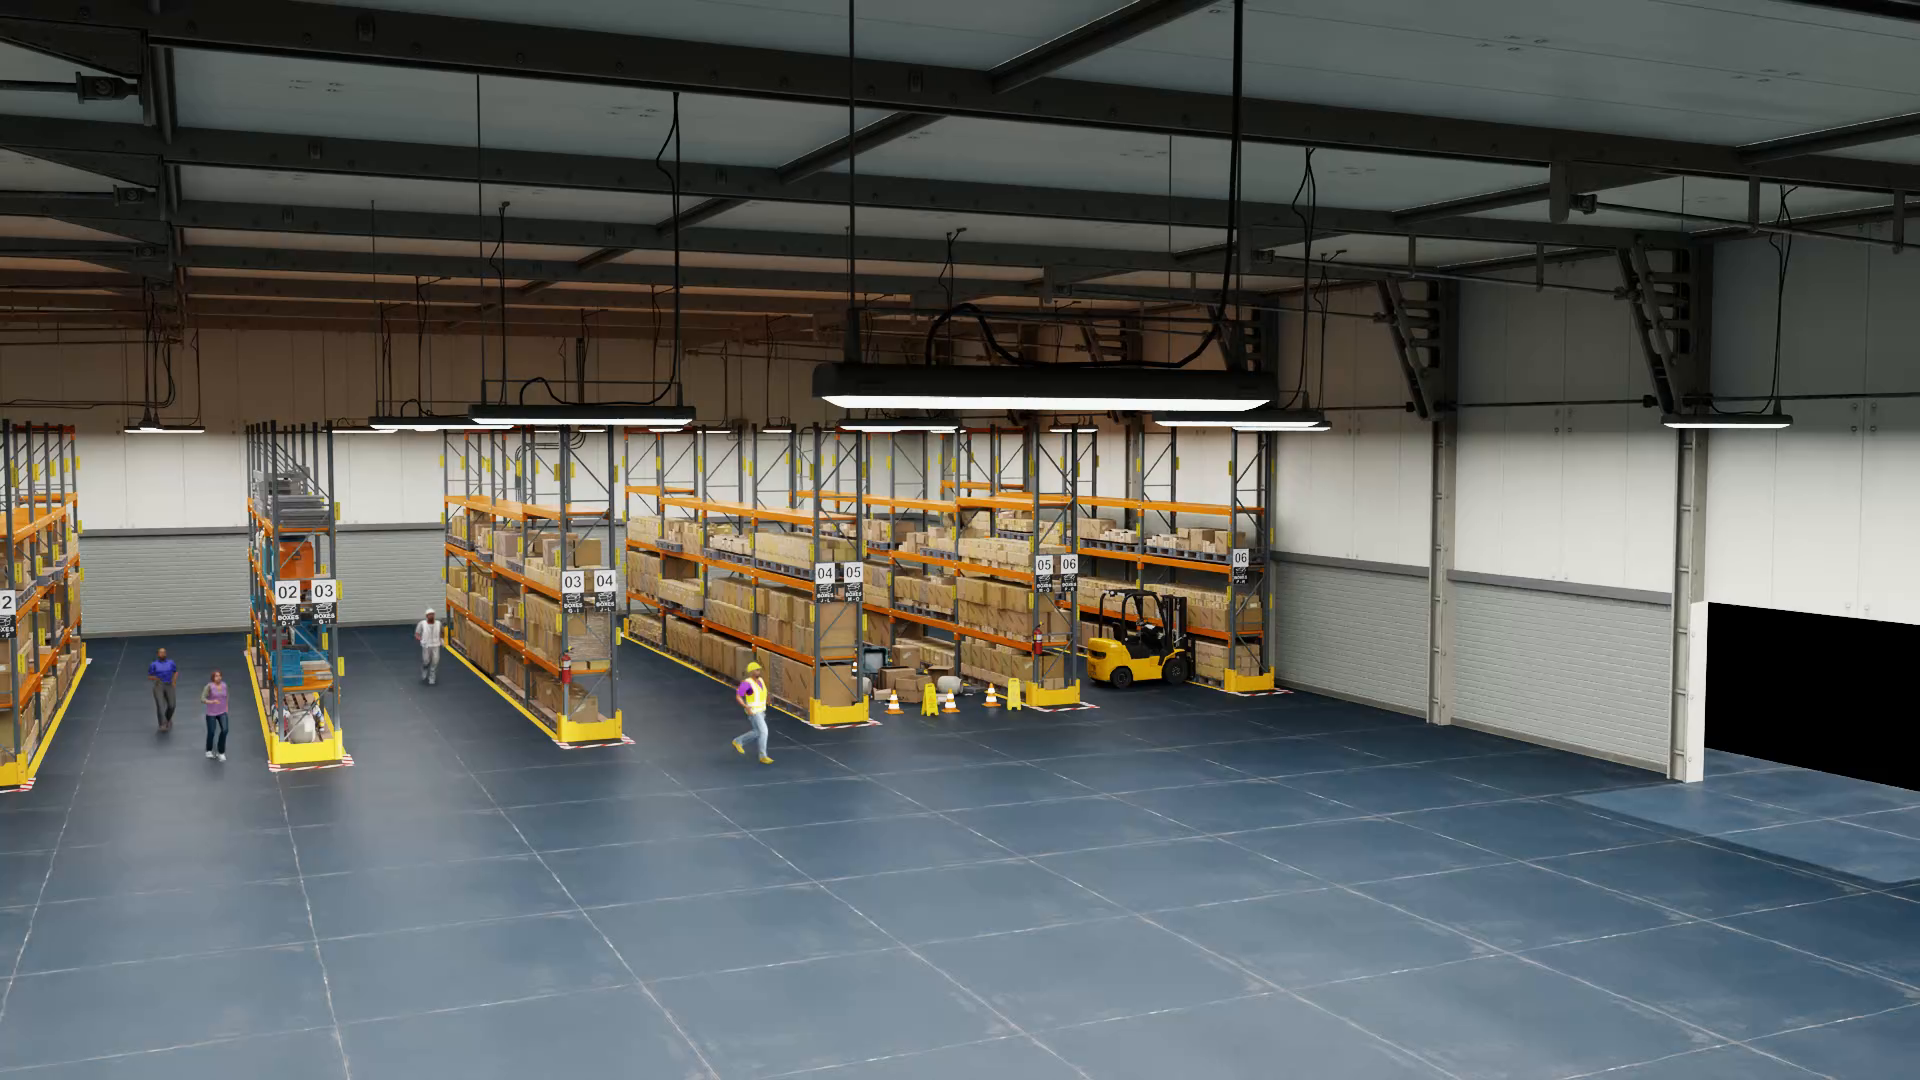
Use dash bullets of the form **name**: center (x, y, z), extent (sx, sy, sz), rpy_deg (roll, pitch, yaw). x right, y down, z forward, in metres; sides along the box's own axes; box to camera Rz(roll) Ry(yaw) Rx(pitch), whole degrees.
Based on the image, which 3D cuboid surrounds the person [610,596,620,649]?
- **person**: center (-9.429, 2.052, 44.527), extent (0.723, 1.719, 0.834), rpy_deg (-1, 4, -20)

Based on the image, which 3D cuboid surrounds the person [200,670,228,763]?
- **person**: center (-13.106, 3.099, 29.294), extent (0.530, 1.642, 0.693), rpy_deg (-3, 5, -40)

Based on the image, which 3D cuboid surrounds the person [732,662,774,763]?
- **person**: center (-3.636, 3.026, 29.243), extent (0.823, 1.762, 0.673), rpy_deg (1, 4, 20)

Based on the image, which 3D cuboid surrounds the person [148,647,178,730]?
- **person**: center (-15.391, 2.899, 32.182), extent (0.563, 1.604, 0.572), rpy_deg (-2, 4, -35)

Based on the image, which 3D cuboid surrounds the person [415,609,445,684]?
- **person**: center (-12.223, 2.452, 38.396), extent (0.674, 1.735, 0.624), rpy_deg (-2, 4, -30)
